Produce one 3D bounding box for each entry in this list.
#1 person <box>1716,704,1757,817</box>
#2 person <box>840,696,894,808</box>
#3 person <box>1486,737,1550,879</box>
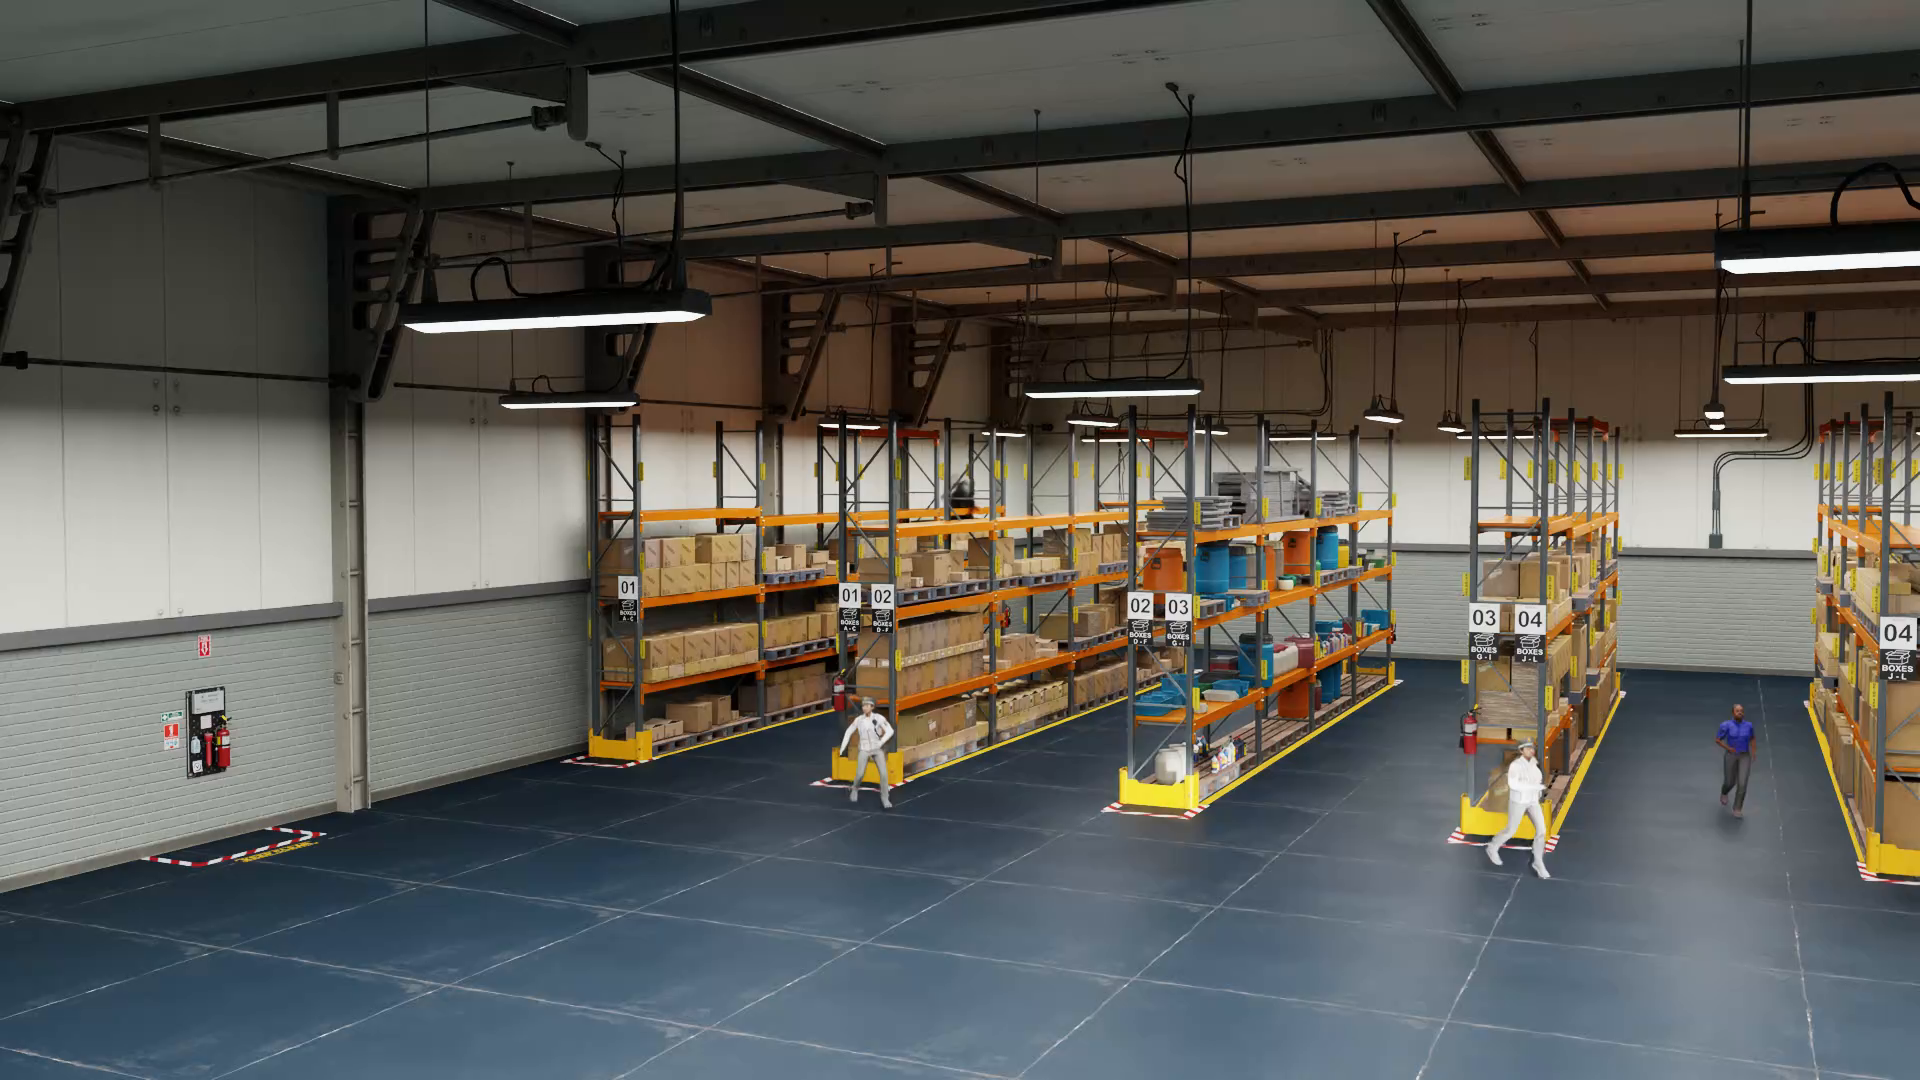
[{"bbox_3d":[11.333,3.198,24.266,0.578,1.607,0.684,0,2,11],"label":"person"},{"bbox_3d":[-1.392,3.160,24.884,0.807,1.639,0.608,0,2,-4],"label":"person"},{"bbox_3d":[7.016,3.303,20.782,0.623,1.735,0.882,-1,3,-24],"label":"person"}]
